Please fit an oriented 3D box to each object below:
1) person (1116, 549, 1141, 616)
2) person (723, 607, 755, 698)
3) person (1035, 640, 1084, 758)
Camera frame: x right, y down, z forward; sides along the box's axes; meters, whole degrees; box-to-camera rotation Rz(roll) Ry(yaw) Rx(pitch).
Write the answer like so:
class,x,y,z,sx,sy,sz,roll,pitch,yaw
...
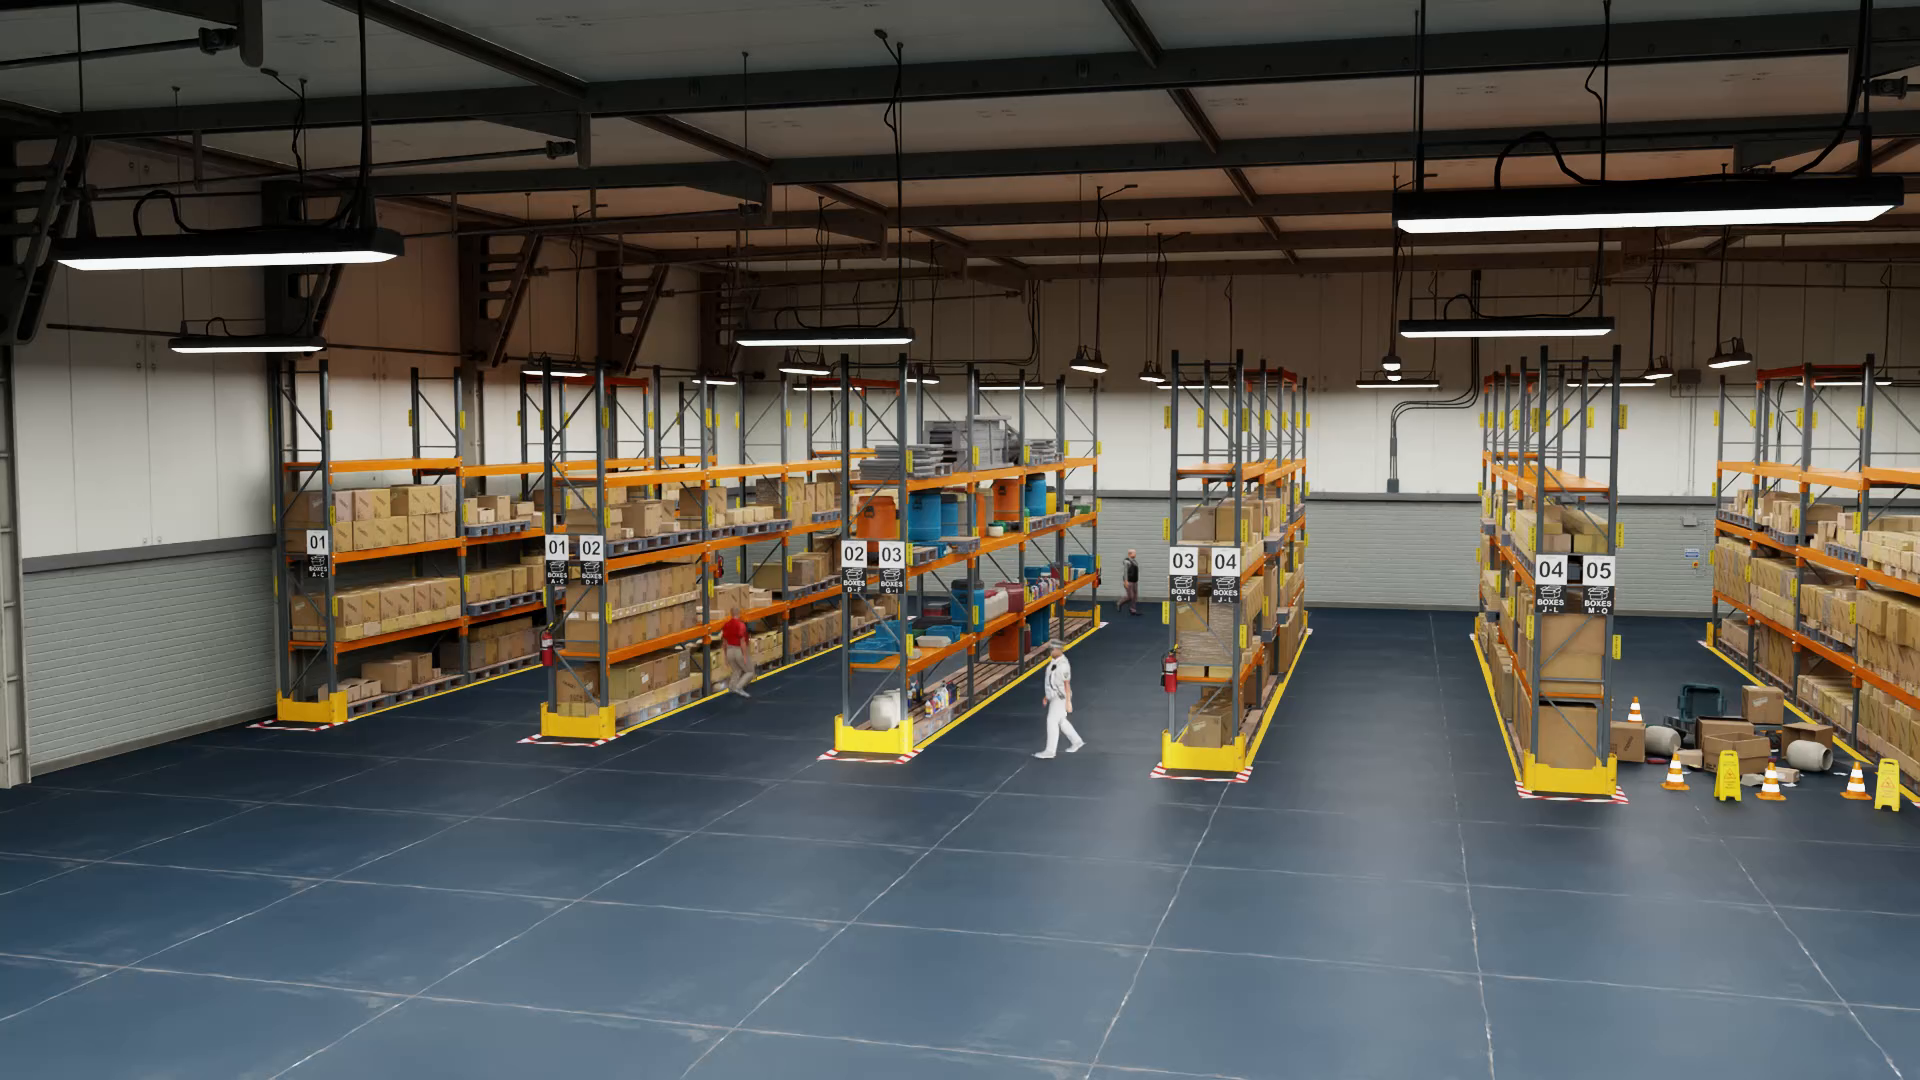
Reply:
class,x,y,z,sx,sy,sz,roll,pitch,yaw
person,4.324,1.078,42.491,0.619,1.715,0.576,3,5,36
person,-3.876,1.947,28.916,0.598,1.570,0.581,2,4,24
person,1.485,2.345,24.771,0.837,1.734,0.522,-1,4,-11
